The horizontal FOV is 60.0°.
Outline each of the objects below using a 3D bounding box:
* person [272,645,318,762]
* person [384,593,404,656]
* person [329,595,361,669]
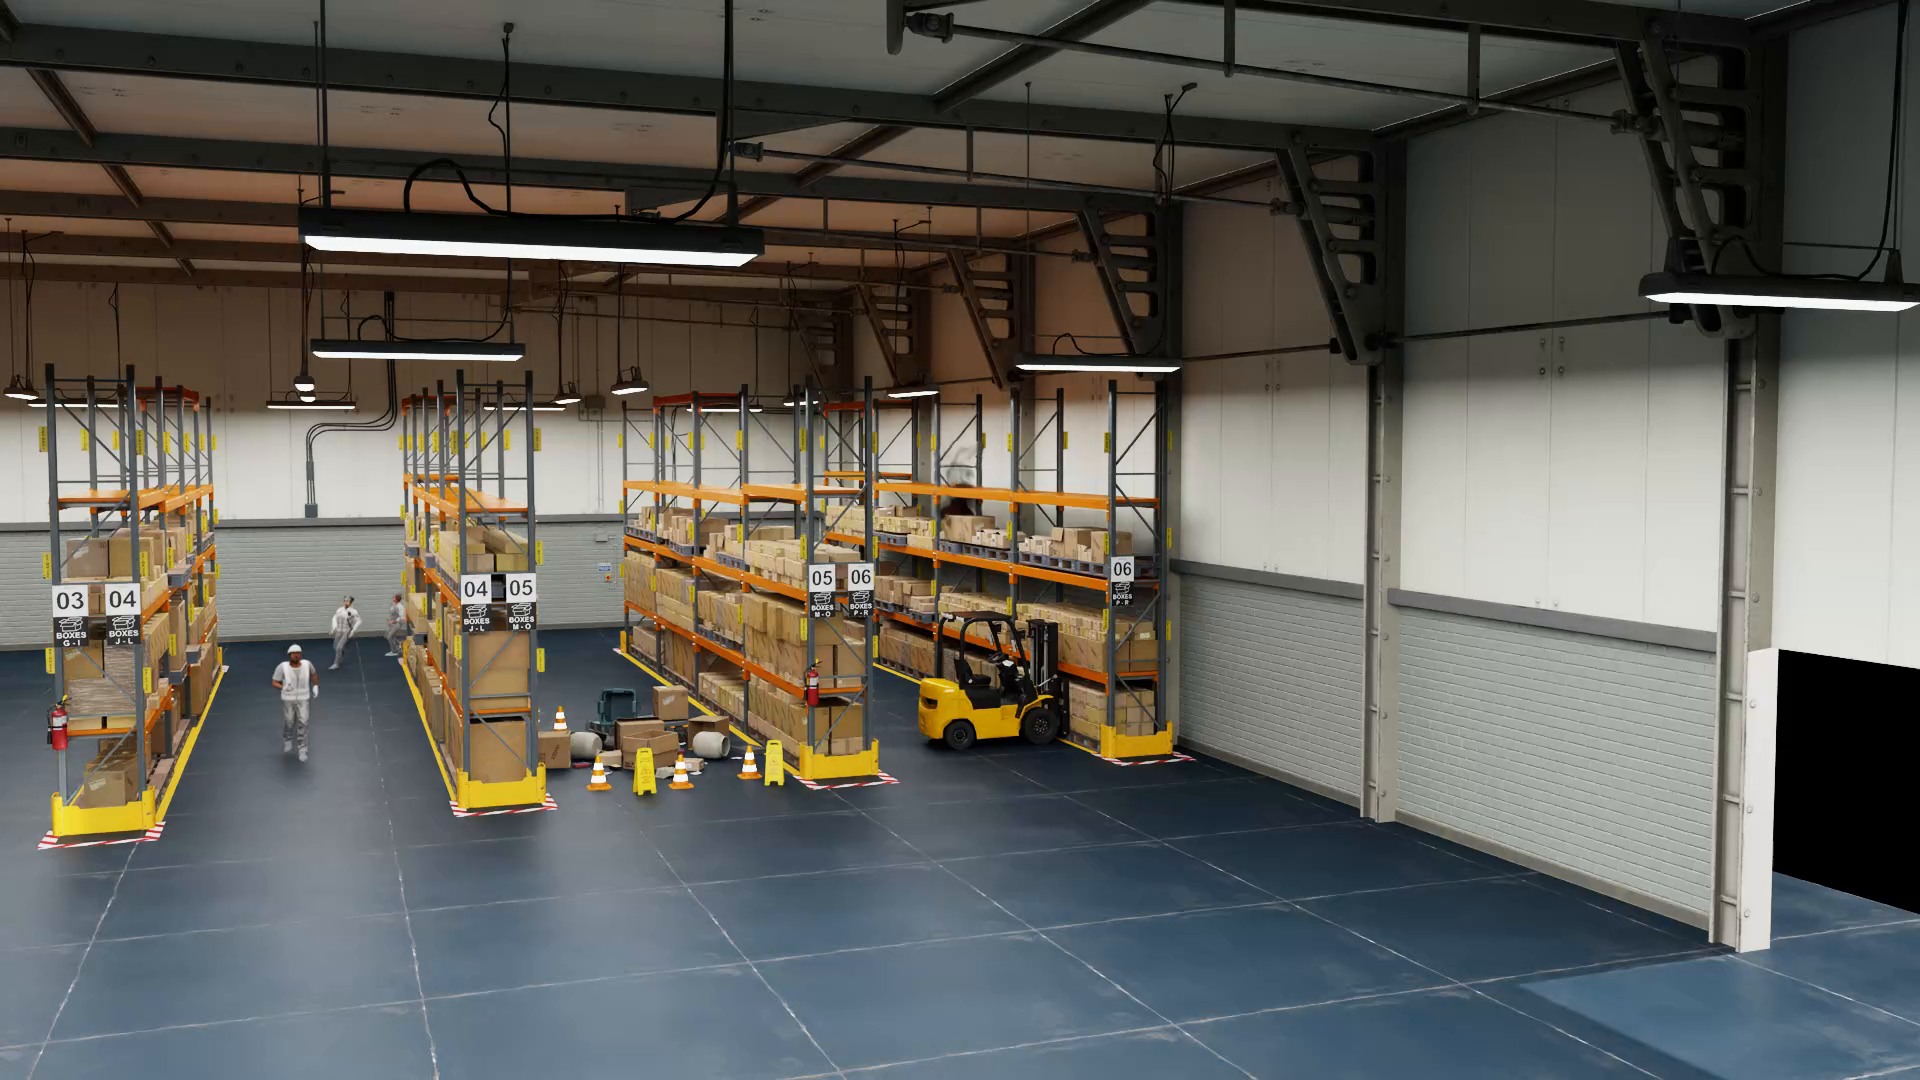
[{"bbox_3d":[-10.558,2.558,26.431,0.706,1.809,0.875,-2,4,-29],"label":"person"},{"bbox_3d":[-13.199,1.980,38.870,0.451,1.495,0.698,-3,4,-40],"label":"person"},{"bbox_3d":[-13.635,2.032,36.911,0.659,1.624,0.584,0,3,5],"label":"person"}]
